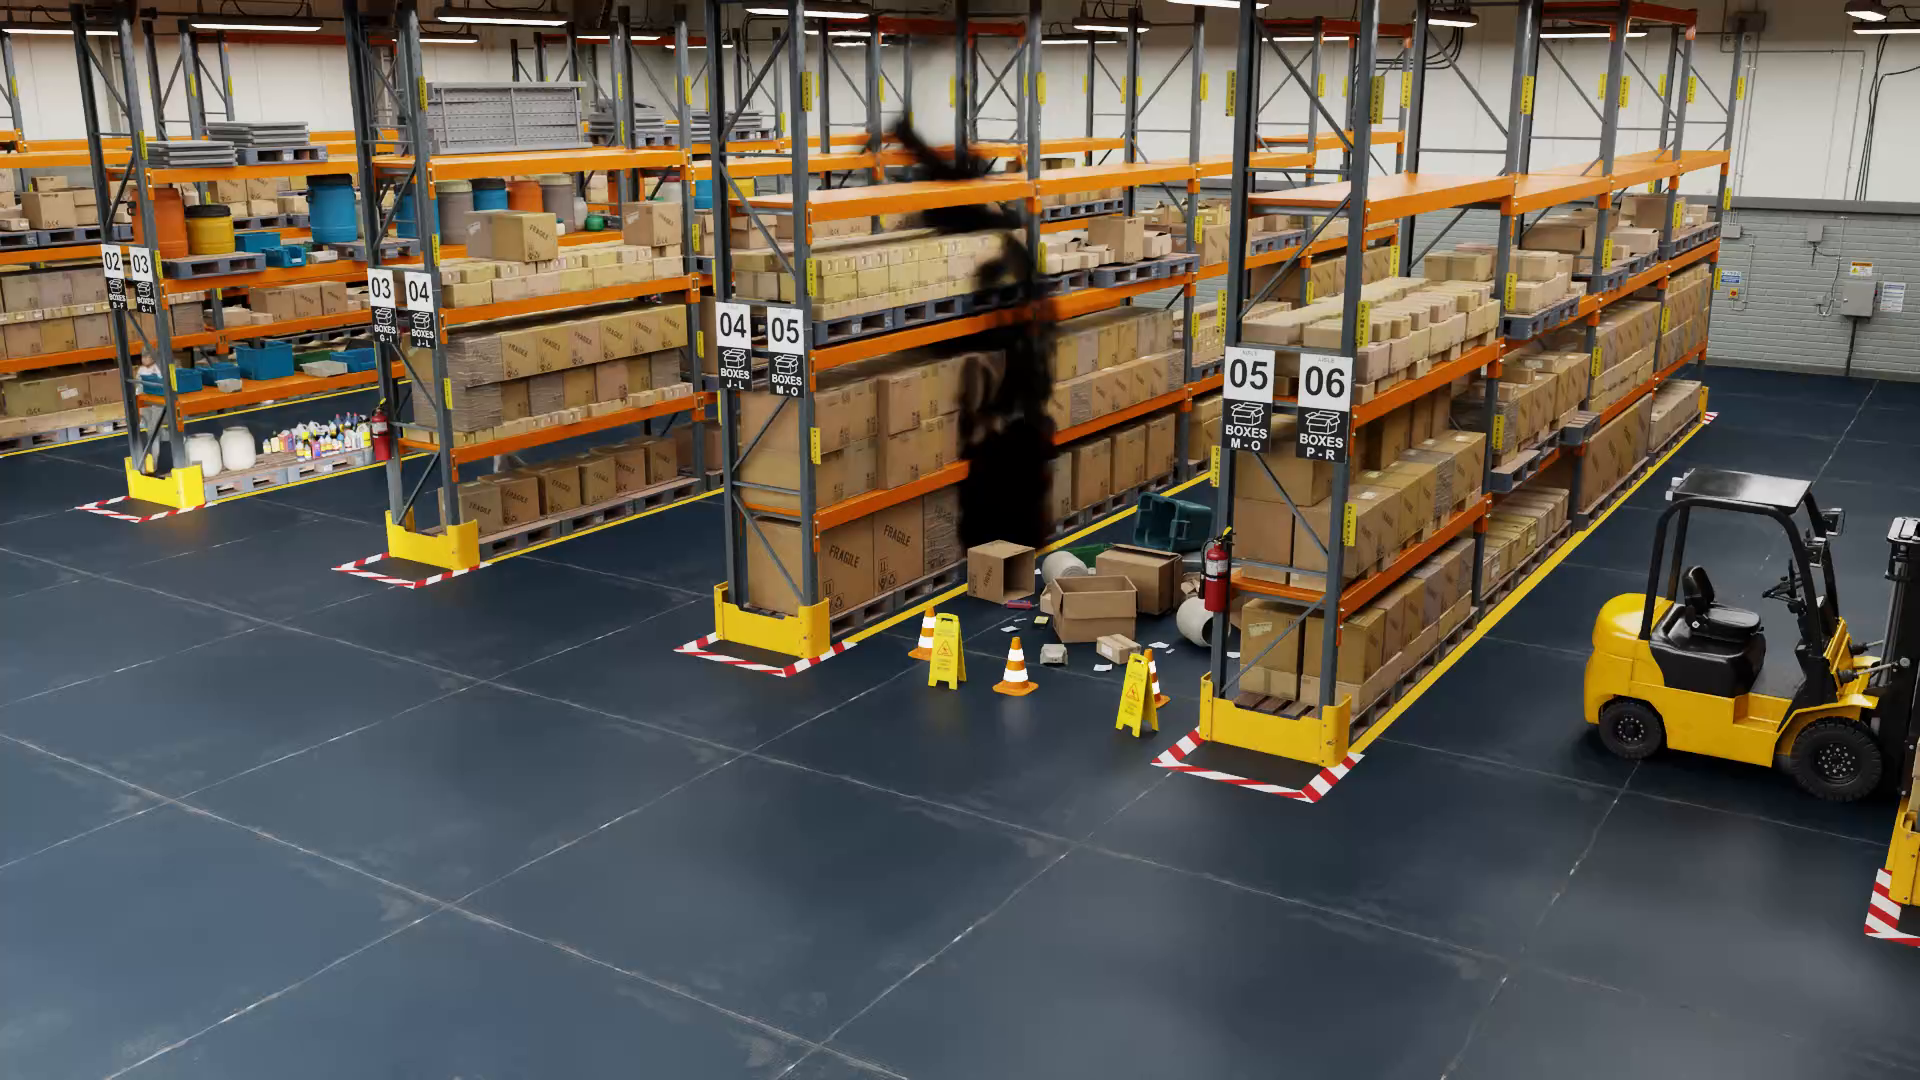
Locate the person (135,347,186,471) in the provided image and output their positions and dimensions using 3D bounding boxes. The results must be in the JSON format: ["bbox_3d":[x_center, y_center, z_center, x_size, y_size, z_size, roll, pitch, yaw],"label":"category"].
[{"bbox_3d":[-10.874,-1.788,22.543,0.617,1.696,0.882,6,17,20],"label":"person"}]

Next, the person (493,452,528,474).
[{"bbox_3d":[-5.791,-1.398,21.039,0.565,1.673,0.951,8,17,25],"label":"person"}]
